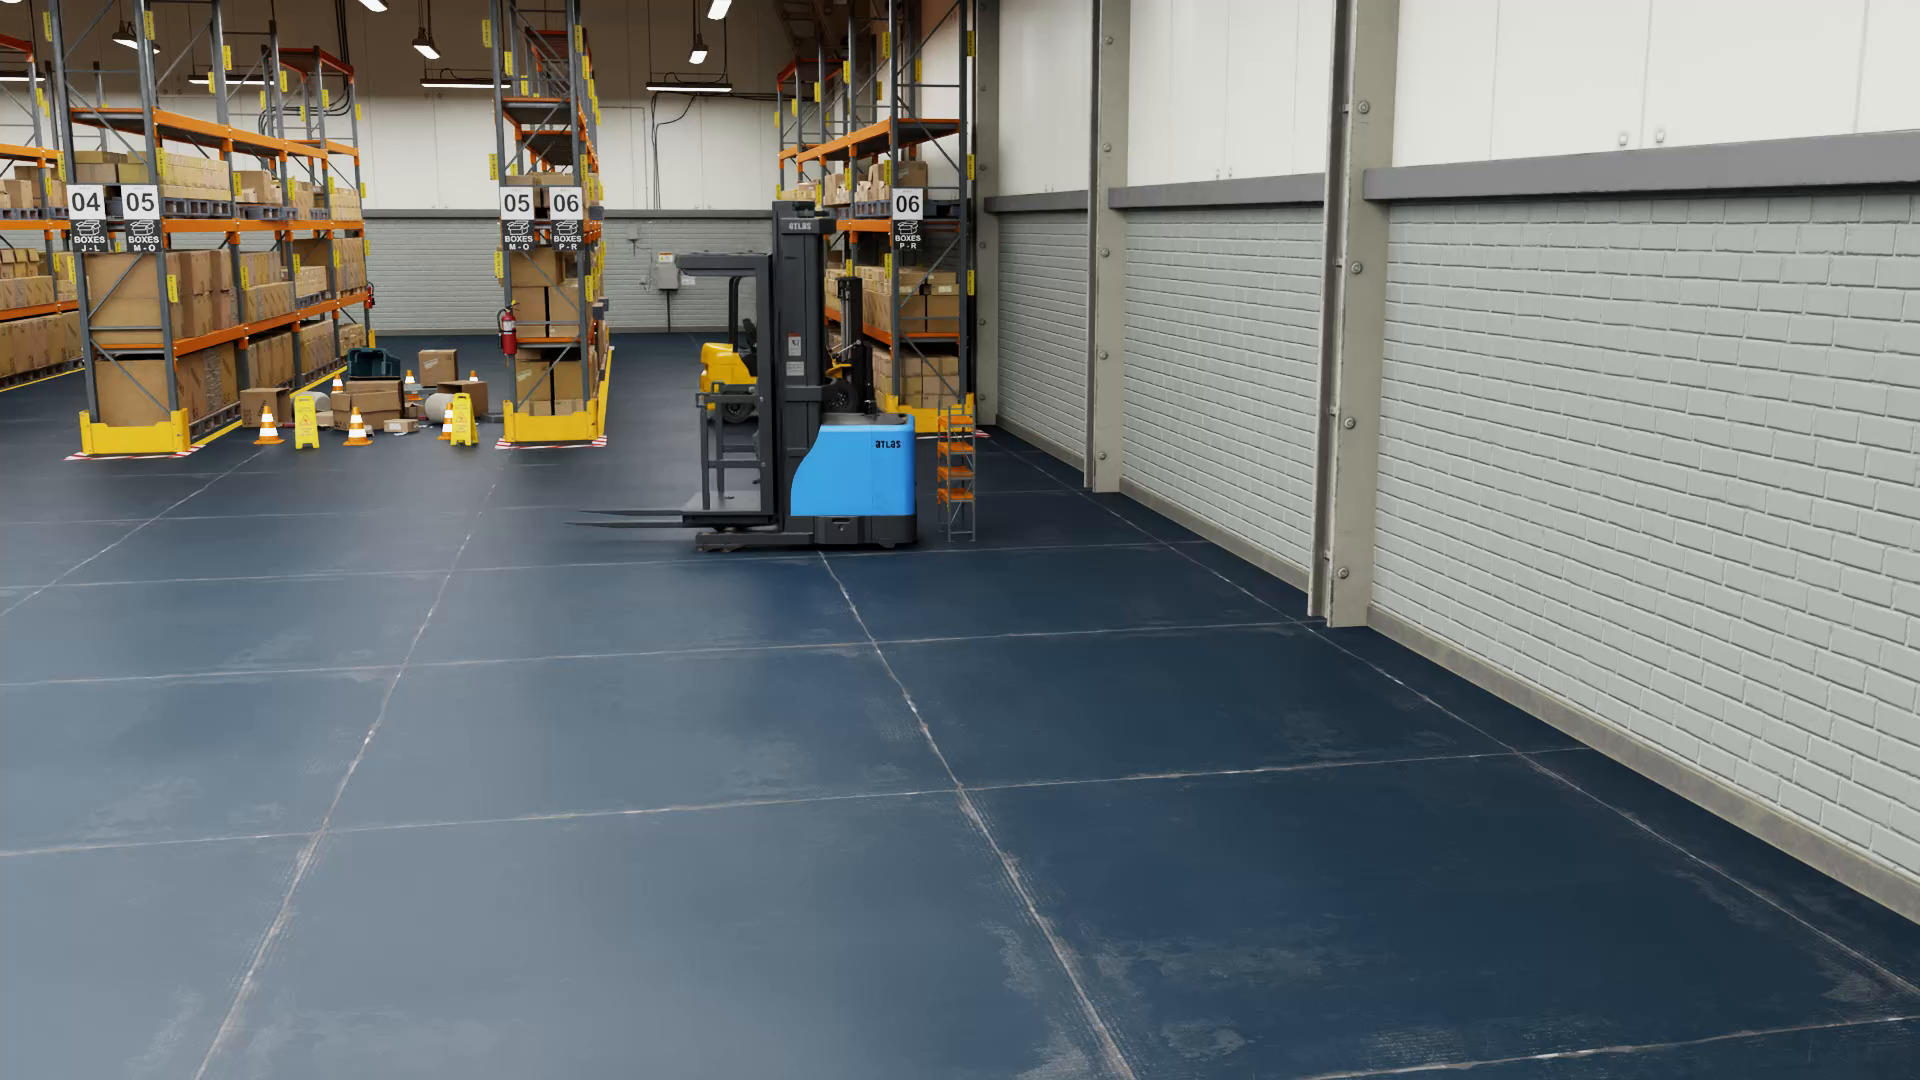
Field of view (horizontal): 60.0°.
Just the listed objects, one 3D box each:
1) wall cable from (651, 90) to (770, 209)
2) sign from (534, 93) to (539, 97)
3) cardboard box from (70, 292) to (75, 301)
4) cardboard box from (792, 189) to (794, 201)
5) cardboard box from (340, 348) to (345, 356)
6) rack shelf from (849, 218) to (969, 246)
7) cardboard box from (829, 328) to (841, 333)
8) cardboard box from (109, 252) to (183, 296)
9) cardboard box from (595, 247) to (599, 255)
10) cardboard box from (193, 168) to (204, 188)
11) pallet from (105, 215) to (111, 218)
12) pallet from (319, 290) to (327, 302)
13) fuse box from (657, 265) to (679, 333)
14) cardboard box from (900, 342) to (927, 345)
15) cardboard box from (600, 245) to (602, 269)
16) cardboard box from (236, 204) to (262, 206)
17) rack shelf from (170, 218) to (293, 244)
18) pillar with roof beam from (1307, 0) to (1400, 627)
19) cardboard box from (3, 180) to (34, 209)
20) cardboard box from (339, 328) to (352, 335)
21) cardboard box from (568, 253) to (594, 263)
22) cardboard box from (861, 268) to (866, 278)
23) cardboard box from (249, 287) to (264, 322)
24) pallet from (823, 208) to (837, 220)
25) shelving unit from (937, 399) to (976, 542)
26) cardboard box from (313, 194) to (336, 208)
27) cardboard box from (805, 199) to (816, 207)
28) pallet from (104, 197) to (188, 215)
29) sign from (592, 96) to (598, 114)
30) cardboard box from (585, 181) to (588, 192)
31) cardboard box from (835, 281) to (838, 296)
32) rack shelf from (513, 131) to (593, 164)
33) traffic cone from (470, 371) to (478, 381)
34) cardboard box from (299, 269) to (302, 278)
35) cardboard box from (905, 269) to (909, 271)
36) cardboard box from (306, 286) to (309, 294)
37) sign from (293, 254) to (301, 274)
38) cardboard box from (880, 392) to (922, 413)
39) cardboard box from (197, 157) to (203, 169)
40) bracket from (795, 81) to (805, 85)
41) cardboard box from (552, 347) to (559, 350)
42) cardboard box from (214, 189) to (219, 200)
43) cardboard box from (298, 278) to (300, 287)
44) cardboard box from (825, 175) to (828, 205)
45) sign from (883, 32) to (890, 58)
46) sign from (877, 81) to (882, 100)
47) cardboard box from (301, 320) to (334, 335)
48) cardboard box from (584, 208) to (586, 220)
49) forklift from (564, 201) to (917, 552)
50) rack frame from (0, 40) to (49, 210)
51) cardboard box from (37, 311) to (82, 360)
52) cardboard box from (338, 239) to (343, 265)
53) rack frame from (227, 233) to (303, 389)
[{"bbox_3d":[-6.293,-9.824,42.142,2.988,3.039,0.133,-2,11,-11],"label":"wall cable"},{"bbox_3d":[-8.160,-8.438,32.042,0.100,0.325,0.005,-2,11,-11],"label":"sign"},{"bbox_3d":[-17.166,-4.649,31.773,0.380,0.149,0.250,-2,11,-9],"label":"cardboard box"},{"bbox_3d":[-3.184,-7.120,34.326,0.500,0.250,0.500,-2,11,-12],"label":"cardboard box"},{"bbox_3d":[-12.202,-3.656,32.384,0.380,0.149,0.250,-3,11,-13],"label":"cardboard box"},{"bbox_3d":[-0.798,-4.438,23.890,1.077,0.370,4.000,-2,11,-11],"label":"rack shelf"},{"bbox_3d":[-2.309,-3.796,30.446,0.380,0.149,0.250,-3,11,-14],"label":"cardboard box"},{"bbox_3d":[-10.344,-3.342,20.943,0.875,0.550,0.550,-2,11,-11],"label":"cardboard box"},{"bbox_3d":[-7.170,-5.343,31.805,0.500,0.500,0.500,-2,11,-10],"label":"cardboard box"},{"bbox_3d":[-10.250,-4.748,21.811,0.500,0.250,0.500,-2,11,-11],"label":"cardboard box"},{"bbox_3d":[-17.955,-6.638,33.763,1.003,0.211,1.213,-2,11,-11],"label":"pallet"},{"bbox_3d":[-12.441,-4.532,30.998,1.003,0.211,1.213,-2,11,-11],"label":"pallet"},{"bbox_3d":[-7.420,-6.154,42.452,0.539,1.711,0.414,-2,11,-11],"label":"fuse box"},{"bbox_3d":[-0.788,-2.855,25.232,0.500,0.250,0.500,-2,11,-12],"label":"cardboard box"},{"bbox_3d":[-7.838,-5.979,35.145,0.500,0.500,0.500,-2,11,-11],"label":"cardboard box"},{"bbox_3d":[-12.029,-5.656,28.102,0.500,0.500,0.500,-2,11,-11],"label":"cardboard box"},{"bbox_3d":[-11.280,-4.791,25.750,1.077,0.370,4.000,-2,11,-11],"label":"rack shelf"},{"bbox_3d":[-1.549,-3.701,10.073,9.100,9.000,0.400,-2,11,-11],"label":"pillar with roof beam"},{"bbox_3d":[-17.209,-6.233,30.008,0.700,0.500,0.500,-2,11,-10],"label":"cardboard box"},{"bbox_3d":[-12.589,-4.228,33.798,0.380,0.149,0.250,-2,11,-11],"label":"cardboard box"},{"bbox_3d":[-5.800,-4.322,25.462,0.380,0.149,0.250,-2,11,-11],"label":"cardboard box"},{"bbox_3d":[-1.269,-3.987,24.822,0.380,0.149,0.250,-2,11,-10],"label":"cardboard box"},{"bbox_3d":[-10.828,-3.552,25.071,0.500,0.500,0.500,-2,11,-11],"label":"cardboard box"},{"bbox_3d":[-1.745,-5.677,28.985,1.213,0.211,1.003,-2,11,-8],"label":"pallet"},{"bbox_3d":[-0.032,-0.620,14.744,0.258,1.200,0.503,-2,11,-11],"label":"shelving unit"},{"bbox_3d":[-12.305,-6.514,31.941,0.500,0.250,0.500,-2,11,-9],"label":"cardboard box"},{"bbox_3d":[-2.751,-6.407,31.594,0.380,0.149,0.250,-2,11,-10],"label":"cardboard box"},{"bbox_3d":[-10.267,-4.137,20.622,1.003,0.211,1.213,-2,11,-11],"label":"pallet"},{"bbox_3d":[-7.081,-8.437,32.247,0.100,0.325,0.005,-2,11,-11],"label":"sign"},{"bbox_3d":[-5.511,-5.056,23.755,0.380,0.149,0.250,-2,11,-9],"label":"cardboard box"},{"bbox_3d":[-1.814,-4.218,27.900,0.500,0.250,0.500,-2,11,-10],"label":"cardboard box"},{"bbox_3d":[-6.444,-6.267,26.550,1.077,0.370,4.000,-2,11,-11],"label":"rack shelf"},{"bbox_3d":[-7.669,-2.433,26.243,0.336,0.463,0.334,-2,11,-11],"label":"traffic cone"},{"bbox_3d":[-11.718,-4.648,29.052,0.380,0.149,0.250,-3,11,-13],"label":"cardboard box"},{"bbox_3d":[-0.592,-3.867,24.193,0.380,0.149,0.250,-2,11,-9],"label":"cardboard box"},{"bbox_3d":[-11.818,-4.453,29.621,0.380,0.149,0.250,-2,11,-10],"label":"cardboard box"},{"bbox_3d":[-11.125,-4.628,27.891,0.100,0.325,0.005,-2,11,-11],"label":"sign"},{"bbox_3d":[-0.810,-1.881,22.786,0.500,0.250,0.500,-2,11,-11],"label":"cardboard box"},{"bbox_3d":[-10.211,-4.968,21.901,0.380,0.149,0.250,-2,11,-10],"label":"cardboard box"},{"bbox_3d":[-4.051,-11.626,42.083,0.235,0.232,0.430,-2,11,-11],"label":"bracket"},{"bbox_3d":[-6.205,-2.609,24.606,0.500,0.500,0.500,-2,11,-8],"label":"cardboard box"},{"bbox_3d":[-10.356,-4.714,22.702,0.380,0.149,0.250,-2,11,-11],"label":"cardboard box"},{"bbox_3d":[-11.676,-4.462,28.868,0.380,0.149,0.250,-2,11,-13],"label":"cardboard box"},{"bbox_3d":[-2.063,-6.054,28.802,0.500,0.500,0.500,-2,11,-11],"label":"cardboard box"},{"bbox_3d":[-0.944,-6.378,21.431,0.100,0.325,0.005,-2,11,-11],"label":"sign"},{"bbox_3d":[-1.421,-7.922,29.331,0.100,0.325,0.005,-2,11,-11],"label":"sign"},{"bbox_3d":[-12.054,-3.991,31.199,0.500,0.250,0.500,-2,11,-13],"label":"cardboard box"},{"bbox_3d":[-5.278,-4.429,22.593,0.380,0.149,0.250,-2,11,-10],"label":"cardboard box"},{"bbox_3d":[-1.897,-1.436,14.402,3.031,2.935,1.130,0,11,-1],"label":"forklift"},{"bbox_3d":[-17.332,-7.557,30.333,1.000,3.000,0.127,-2,11,-11],"label":"rack frame"},{"bbox_3d":[-17.382,-3.896,31.705,0.875,0.875,0.875,-2,11,-11],"label":"cardboard box"},{"bbox_3d":[-12.411,-5.644,32.592,0.500,0.500,0.500,-2,11,-13],"label":"cardboard box"},{"bbox_3d":[-11.669,-4.038,27.890,1.000,3.000,0.127,-2,11,-11],"label":"rack frame"}]
